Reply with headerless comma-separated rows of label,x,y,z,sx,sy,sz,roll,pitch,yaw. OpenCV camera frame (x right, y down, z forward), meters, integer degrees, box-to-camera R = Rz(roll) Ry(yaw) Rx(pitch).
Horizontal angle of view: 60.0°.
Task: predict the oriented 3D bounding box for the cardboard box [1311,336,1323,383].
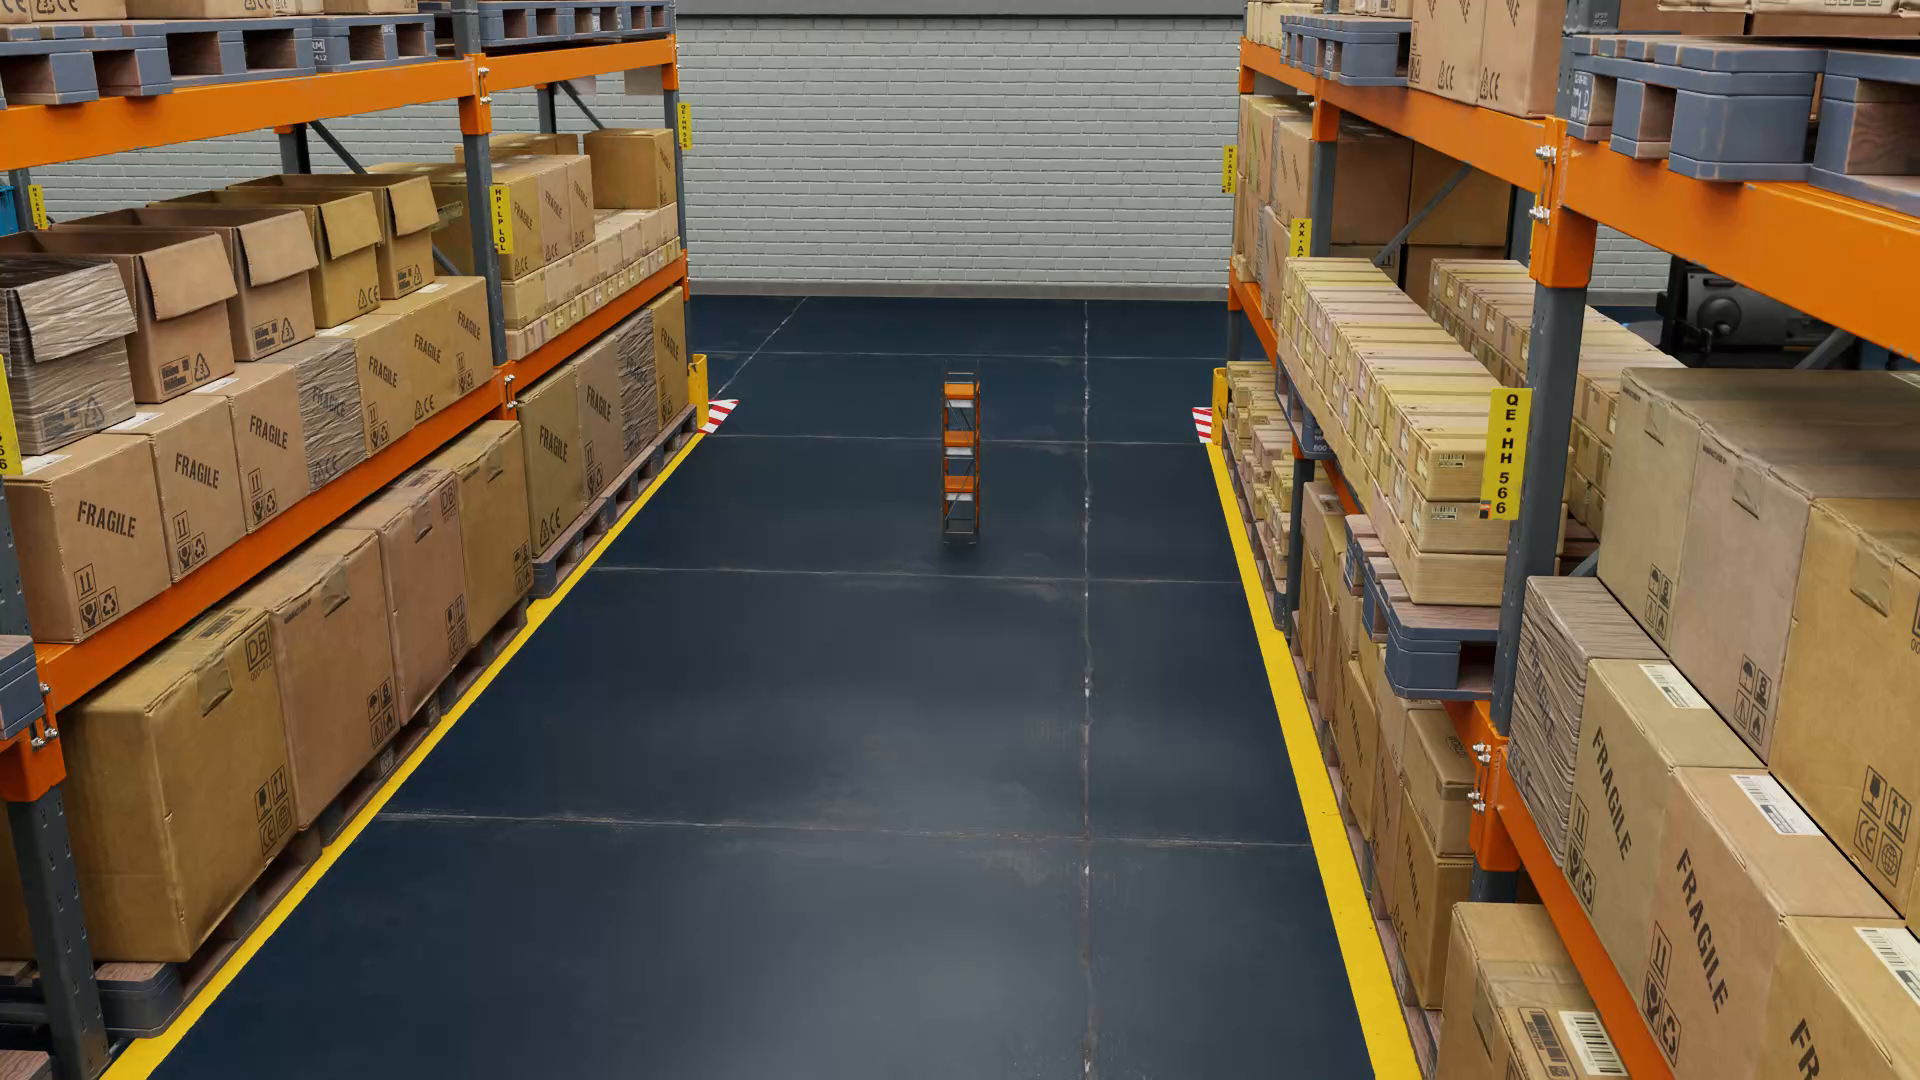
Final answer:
cardboard box,1.586,-0.710,6.523,0.380,0.149,0.250,2,18,6

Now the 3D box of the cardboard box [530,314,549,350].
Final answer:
cardboard box,-2.425,-1.114,8.910,0.380,0.149,0.250,1,18,2

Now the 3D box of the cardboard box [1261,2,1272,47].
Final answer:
cardboard box,2.077,-3.065,9.882,0.500,0.250,0.500,1,18,2

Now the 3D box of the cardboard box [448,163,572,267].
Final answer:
cardboard box,-2.464,-1.790,9.127,0.500,0.500,0.500,1,18,4

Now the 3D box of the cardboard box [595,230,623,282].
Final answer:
cardboard box,-2.387,-1.746,10.198,0.500,0.250,0.500,1,18,4

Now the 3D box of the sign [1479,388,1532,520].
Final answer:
sign,1.314,-0.205,3.999,0.100,0.325,0.005,1,18,4

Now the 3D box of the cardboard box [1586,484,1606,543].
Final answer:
cardboard box,2.128,-0.065,5.033,0.380,0.149,0.250,2,18,7

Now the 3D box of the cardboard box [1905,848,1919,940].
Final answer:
cardboard box,1.708,0.409,2.092,0.700,0.500,0.500,1,18,3

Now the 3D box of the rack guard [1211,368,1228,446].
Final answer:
rack guard,2.424,-0.956,12.039,1.175,0.500,0.348,1,18,4

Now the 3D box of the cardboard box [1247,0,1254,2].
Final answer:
cardboard box,2.139,-3.626,10.792,0.500,0.250,0.500,2,18,5

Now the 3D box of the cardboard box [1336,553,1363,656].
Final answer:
cardboard box,1.750,0.254,6.467,0.500,0.250,0.500,2,18,6

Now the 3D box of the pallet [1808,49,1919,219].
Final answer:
pallet,1.786,-0.470,2.027,1.003,0.211,1.213,2,18,6

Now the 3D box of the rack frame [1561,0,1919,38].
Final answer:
rack frame,1.856,-2.534,3.205,1.000,3.000,0.127,1,18,4

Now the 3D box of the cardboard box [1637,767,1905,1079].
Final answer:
cardboard box,1.485,0.717,2.756,0.500,0.500,0.500,1,18,4

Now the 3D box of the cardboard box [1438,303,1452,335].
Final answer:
cardboard box,2.294,-0.937,7.217,0.380,0.149,0.250,1,18,4

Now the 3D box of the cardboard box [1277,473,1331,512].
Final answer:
cardboard box,1.888,-0.250,8.816,0.380,0.149,0.250,2,18,5

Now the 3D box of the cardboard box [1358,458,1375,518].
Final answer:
cardboard box,1.492,-0.161,5.327,0.380,0.149,0.250,1,18,3

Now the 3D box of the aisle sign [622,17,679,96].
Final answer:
aisle sign,-2.206,-3.561,11.798,0.394,0.787,0.004,1,18,4

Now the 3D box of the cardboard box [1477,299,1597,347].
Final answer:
cardboard box,2.230,-0.838,6.436,0.380,0.149,0.250,1,18,2

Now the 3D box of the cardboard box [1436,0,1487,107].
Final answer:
cardboard box,1.667,-1.495,4.690,0.500,0.500,0.500,1,18,4

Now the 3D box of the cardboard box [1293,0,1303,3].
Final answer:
cardboard box,1.972,-2.828,8.356,0.500,0.250,0.500,1,18,2

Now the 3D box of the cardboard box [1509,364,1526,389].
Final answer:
cardboard box,2.198,-0.534,5.988,0.380,0.149,0.250,2,18,6

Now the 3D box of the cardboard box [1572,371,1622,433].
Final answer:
cardboard box,2.141,-0.427,5.183,0.380,0.149,0.250,1,18,2

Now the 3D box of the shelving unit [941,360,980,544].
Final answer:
shelving unit,0.004,-0.516,9.810,0.215,1.050,0.252,1,18,4

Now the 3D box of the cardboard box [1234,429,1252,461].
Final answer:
cardboard box,1.997,-0.620,10.901,0.380,0.149,0.250,2,18,5

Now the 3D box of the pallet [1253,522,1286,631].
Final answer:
pallet,2.156,0.190,9.003,1.003,0.211,1.213,1,18,4

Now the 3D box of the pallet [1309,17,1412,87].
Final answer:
pallet,1.921,-1.750,5.931,1.213,0.211,1.003,1,18,4

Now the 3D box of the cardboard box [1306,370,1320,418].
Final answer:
cardboard box,1.583,-0.573,6.583,0.380,0.149,0.250,0,18,1

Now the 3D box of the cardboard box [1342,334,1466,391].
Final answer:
cardboard box,1.529,-0.610,5.741,0.380,0.149,0.250,2,18,7

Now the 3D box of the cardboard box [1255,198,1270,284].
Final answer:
cardboard box,2.031,-1.746,9.797,0.500,0.500,0.500,1,18,2

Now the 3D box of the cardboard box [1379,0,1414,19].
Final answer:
cardboard box,1.901,-2.123,5.927,0.797,0.503,0.637,1,18,3

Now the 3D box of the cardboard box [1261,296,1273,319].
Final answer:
cardboard box,1.970,-1.387,9.743,0.380,0.149,0.250,2,18,5

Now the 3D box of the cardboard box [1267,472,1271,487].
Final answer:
cardboard box,1.972,-0.340,9.569,0.380,0.149,0.250,2,18,5

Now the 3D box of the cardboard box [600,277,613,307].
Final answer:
cardboard box,-2.334,-1.517,10.138,0.380,0.149,0.250,1,18,2

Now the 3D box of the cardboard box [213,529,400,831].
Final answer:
cardboard box,-2.942,0.494,6.335,1.225,0.875,0.875,1,18,4

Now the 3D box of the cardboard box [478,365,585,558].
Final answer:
cardboard box,-2.670,-0.461,9.250,0.875,0.875,0.875,1,18,4

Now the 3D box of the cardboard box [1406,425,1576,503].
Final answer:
cardboard box,1.434,-0.209,4.516,0.380,0.149,0.250,1,18,2

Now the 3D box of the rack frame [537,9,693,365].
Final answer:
rack frame,-2.510,-2.310,12.155,1.000,3.000,0.127,1,18,4

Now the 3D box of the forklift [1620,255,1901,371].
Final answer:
forklift,4.577,-1.311,9.216,1.130,2.935,3.031,2,18,5

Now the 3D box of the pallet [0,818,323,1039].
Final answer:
pallet,-2.952,1.257,5.749,1.003,0.211,1.213,1,18,4

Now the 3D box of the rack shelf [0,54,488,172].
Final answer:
rack shelf,-2.940,-1.530,6.113,1.077,0.370,4.000,1,18,4

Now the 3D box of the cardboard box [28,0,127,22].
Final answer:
cardboard box,-3.138,-1.959,5.432,0.500,0.500,0.500,2,18,7

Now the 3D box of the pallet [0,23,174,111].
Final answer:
pallet,-3.090,-1.362,4.749,1.213,0.211,1.003,2,18,6

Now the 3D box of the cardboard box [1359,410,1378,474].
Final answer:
cardboard box,1.490,-0.311,5.305,0.380,0.149,0.250,1,18,4

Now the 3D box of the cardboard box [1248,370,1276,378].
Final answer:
cardboard box,2.154,-1.052,11.265,0.380,0.149,0.250,2,18,5

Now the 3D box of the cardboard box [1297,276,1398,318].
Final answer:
cardboard box,1.621,-1.010,6.962,0.380,0.149,0.250,1,18,4

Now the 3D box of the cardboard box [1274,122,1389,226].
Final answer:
cardboard box,1.939,-1.902,8.667,0.500,0.500,0.500,1,18,2

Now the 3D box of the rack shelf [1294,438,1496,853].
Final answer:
rack shelf,2.000,0.038,6.147,1.077,0.370,4.000,1,18,4

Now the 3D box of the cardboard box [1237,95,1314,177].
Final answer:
cardboard box,2.133,-2.698,11.097,0.500,0.500,0.500,1,18,4

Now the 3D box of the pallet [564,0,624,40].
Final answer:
pallet,-2.638,-3.083,9.839,1.003,0.211,1.213,1,18,4

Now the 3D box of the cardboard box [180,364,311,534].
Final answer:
cardboard box,-2.709,-0.337,5.974,0.500,0.500,0.500,1,18,3

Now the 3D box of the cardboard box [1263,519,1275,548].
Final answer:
cardboard box,1.888,-0.062,9.199,0.380,0.149,0.250,1,18,2

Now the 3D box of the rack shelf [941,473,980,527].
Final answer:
rack shelf,0.004,-0.241,9.900,0.215,0.259,0.240,1,18,4

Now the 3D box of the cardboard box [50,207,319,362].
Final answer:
cardboard box,-2.924,-0.987,6.346,0.797,0.503,0.637,2,18,6

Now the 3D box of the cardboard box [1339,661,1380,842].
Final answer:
cardboard box,1.705,0.769,6.099,0.500,0.500,0.500,0,18,1

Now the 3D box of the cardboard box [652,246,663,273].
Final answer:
cardboard box,-2.243,-1.914,11.349,0.380,0.149,0.250,1,18,4

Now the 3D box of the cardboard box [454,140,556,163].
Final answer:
cardboard box,-2.881,-2.277,10.614,0.500,0.500,0.500,1,18,2

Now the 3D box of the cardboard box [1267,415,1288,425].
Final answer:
cardboard box,2.056,-0.651,10.041,0.380,0.149,0.250,1,18,4
